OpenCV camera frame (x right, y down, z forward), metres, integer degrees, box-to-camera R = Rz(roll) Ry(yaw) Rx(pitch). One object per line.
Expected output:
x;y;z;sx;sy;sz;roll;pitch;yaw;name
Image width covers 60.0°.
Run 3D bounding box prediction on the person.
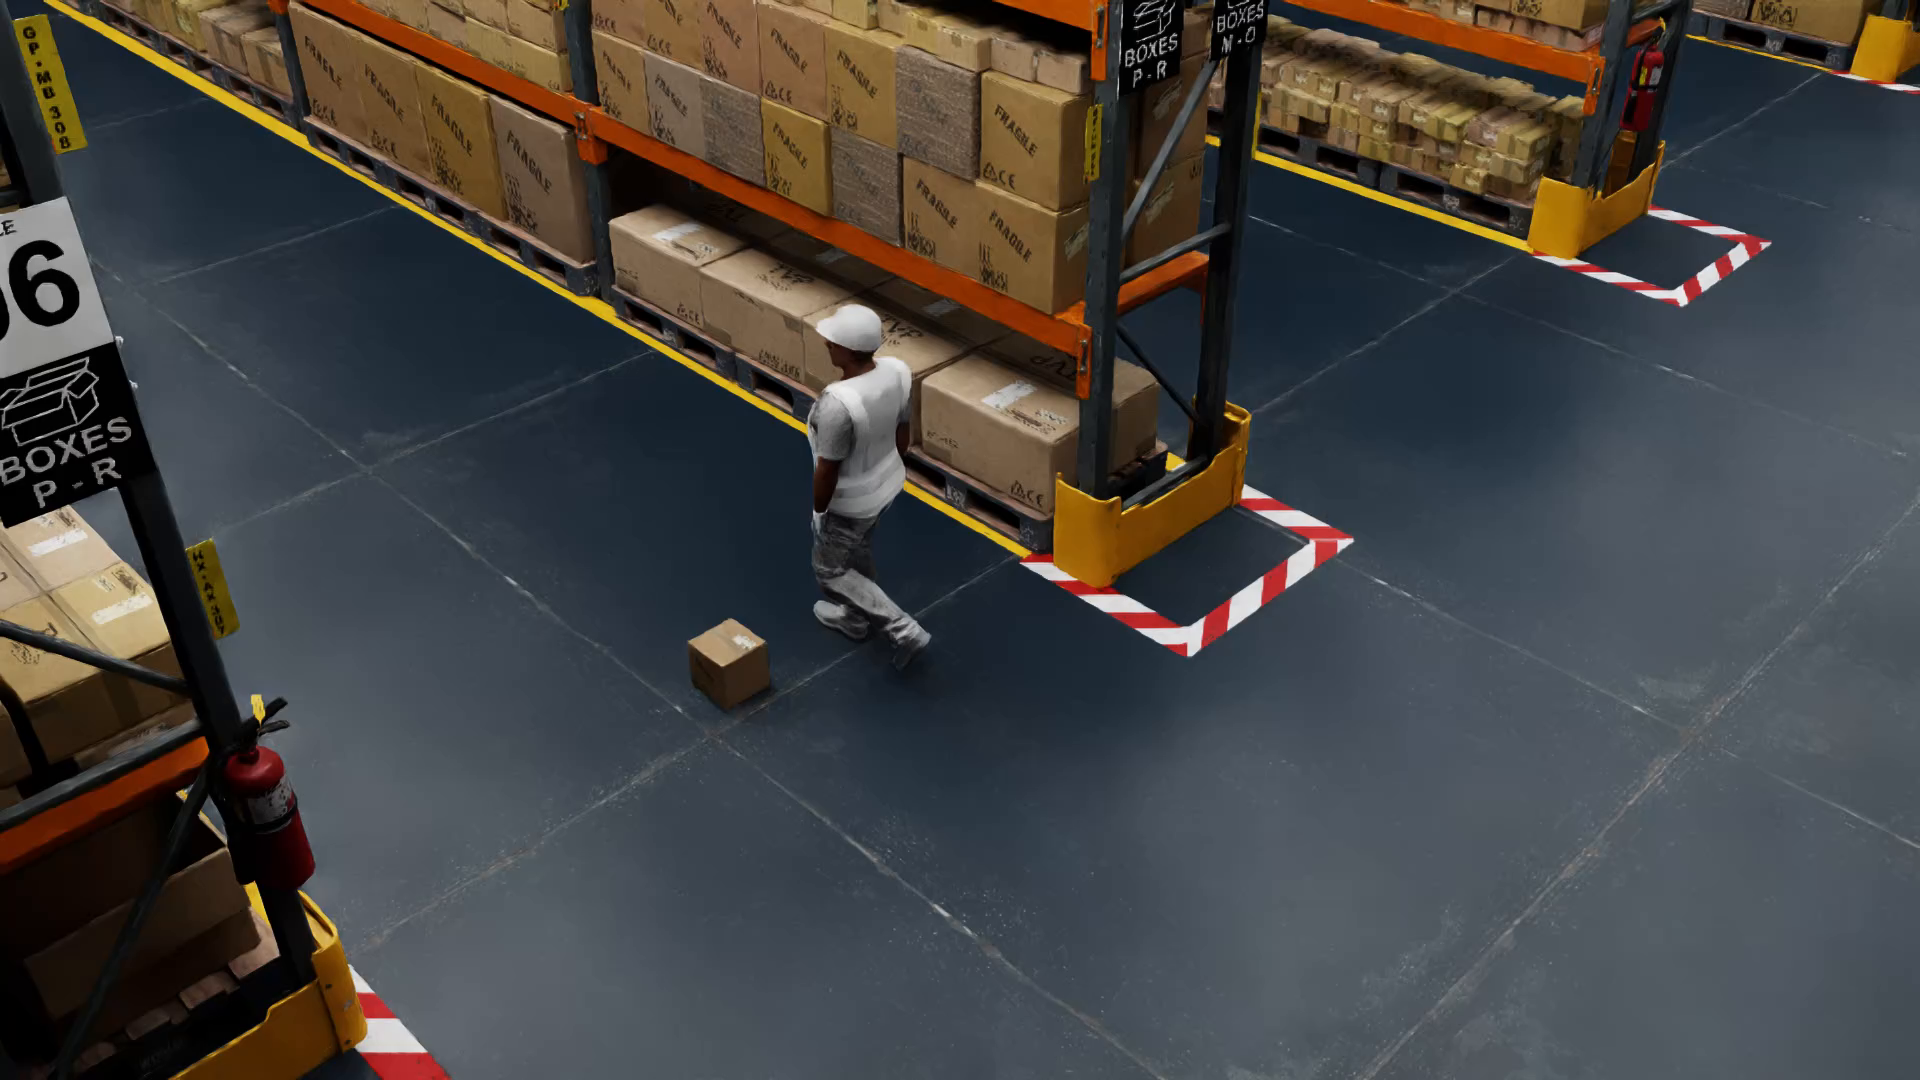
-0.412;-0.200;7.142;0.783;1.772;0.598;20;40;26;person
